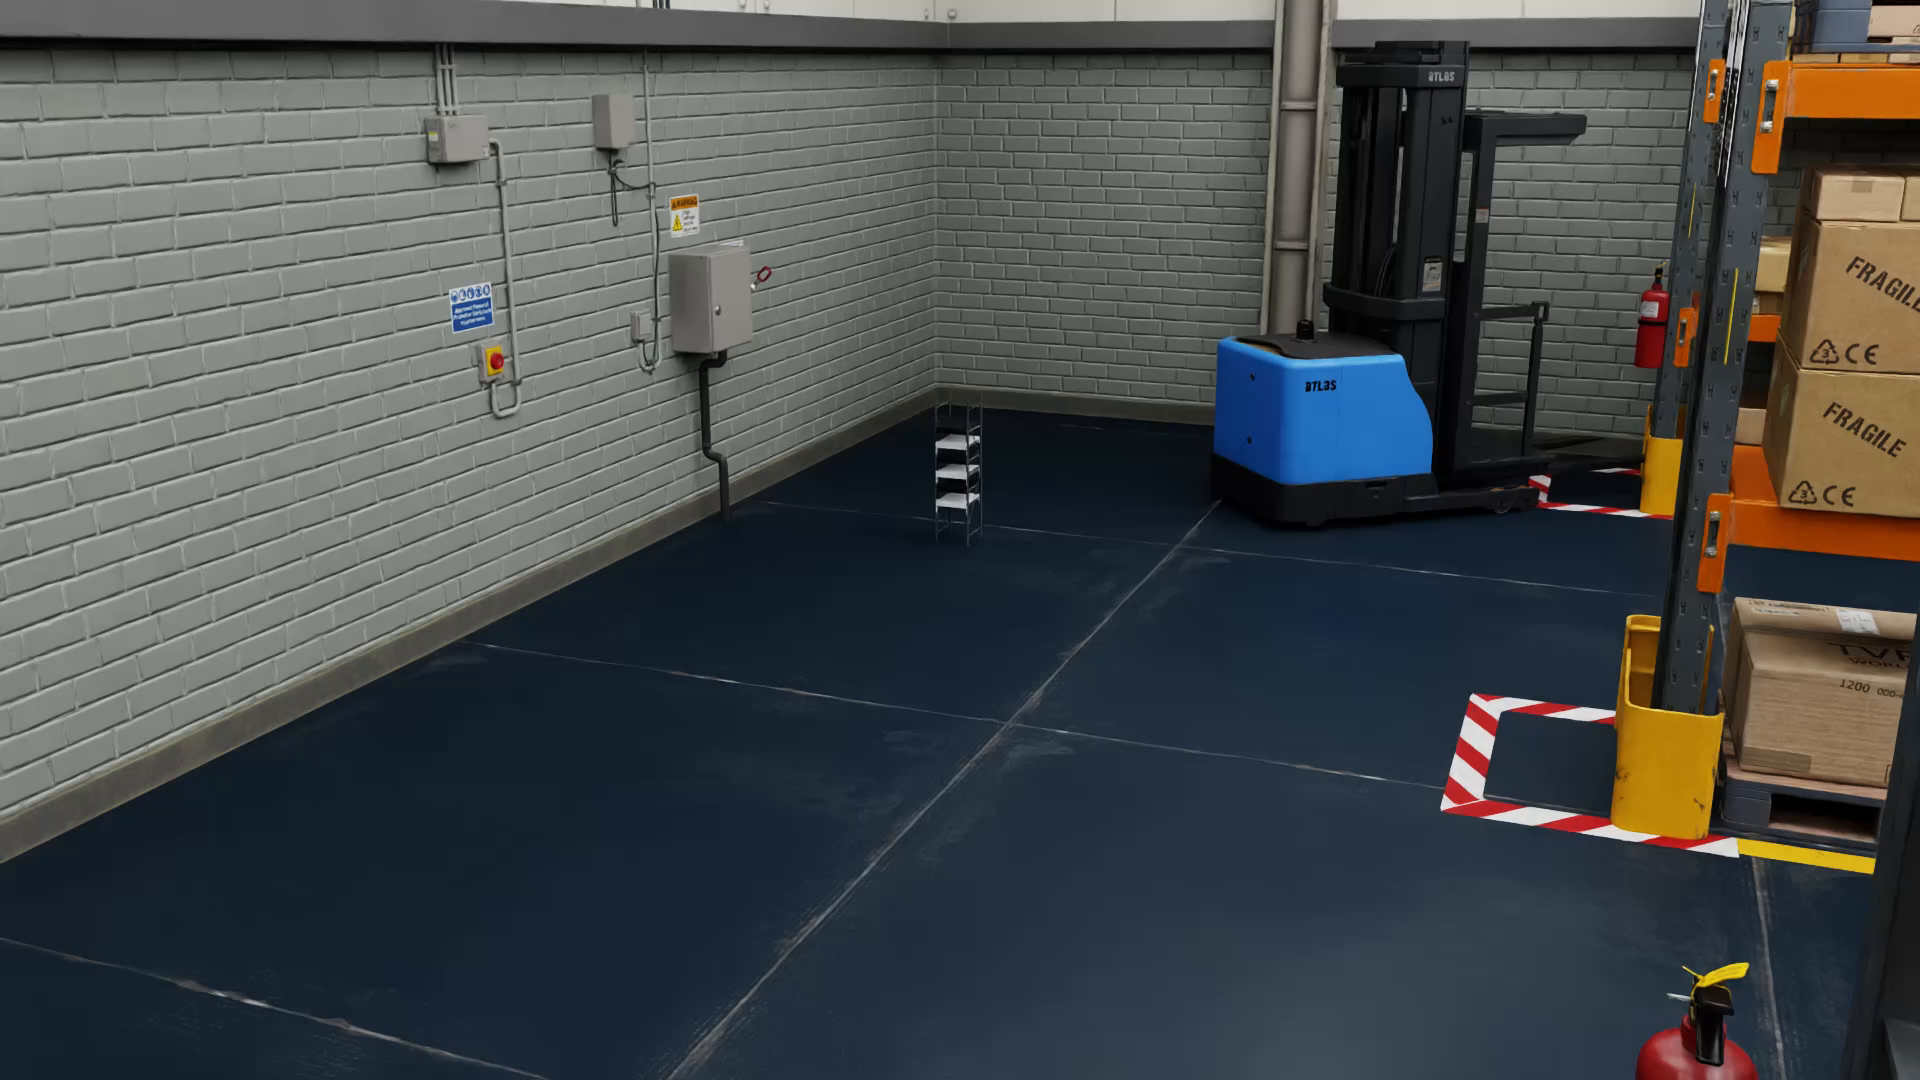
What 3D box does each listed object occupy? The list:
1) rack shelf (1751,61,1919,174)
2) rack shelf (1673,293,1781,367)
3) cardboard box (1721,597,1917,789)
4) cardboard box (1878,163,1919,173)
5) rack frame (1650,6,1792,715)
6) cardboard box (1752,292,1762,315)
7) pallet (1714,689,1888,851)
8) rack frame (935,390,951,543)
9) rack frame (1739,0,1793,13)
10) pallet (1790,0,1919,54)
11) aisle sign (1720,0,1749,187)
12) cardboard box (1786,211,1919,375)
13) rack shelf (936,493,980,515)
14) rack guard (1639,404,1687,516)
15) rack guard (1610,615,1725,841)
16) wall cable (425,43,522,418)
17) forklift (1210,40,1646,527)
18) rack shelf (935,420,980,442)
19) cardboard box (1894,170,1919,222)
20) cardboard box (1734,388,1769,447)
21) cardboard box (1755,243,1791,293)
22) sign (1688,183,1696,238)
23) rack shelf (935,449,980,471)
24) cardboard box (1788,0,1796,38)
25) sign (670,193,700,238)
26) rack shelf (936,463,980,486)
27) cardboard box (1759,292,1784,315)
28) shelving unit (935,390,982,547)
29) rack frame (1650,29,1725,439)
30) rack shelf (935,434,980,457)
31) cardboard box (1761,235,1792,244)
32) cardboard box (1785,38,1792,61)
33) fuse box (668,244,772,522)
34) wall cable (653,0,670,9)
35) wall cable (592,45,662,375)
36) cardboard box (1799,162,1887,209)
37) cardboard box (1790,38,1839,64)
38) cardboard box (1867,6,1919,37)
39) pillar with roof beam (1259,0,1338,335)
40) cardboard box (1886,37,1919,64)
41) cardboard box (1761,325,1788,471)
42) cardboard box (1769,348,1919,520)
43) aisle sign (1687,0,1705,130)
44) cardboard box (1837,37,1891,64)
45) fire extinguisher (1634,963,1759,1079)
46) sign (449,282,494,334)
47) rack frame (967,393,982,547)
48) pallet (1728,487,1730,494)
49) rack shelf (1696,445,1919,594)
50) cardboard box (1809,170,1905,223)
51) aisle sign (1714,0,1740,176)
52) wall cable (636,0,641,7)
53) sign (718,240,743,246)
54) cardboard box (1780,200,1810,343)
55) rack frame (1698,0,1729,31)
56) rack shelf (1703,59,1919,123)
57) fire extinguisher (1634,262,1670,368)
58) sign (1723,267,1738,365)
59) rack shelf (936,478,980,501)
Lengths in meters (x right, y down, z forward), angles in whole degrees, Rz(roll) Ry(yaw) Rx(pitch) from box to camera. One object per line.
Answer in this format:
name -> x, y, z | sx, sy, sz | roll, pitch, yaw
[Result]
rack shelf -> 4.749, -1.359, 5.384 | 4.000, 0.370, 1.077 | 6, 17, 21
rack shelf -> 6.567, -1.206, 10.237 | 4.000, 0.370, 1.077 | 6, 17, 21
cardboard box -> 3.539, 0.602, 6.562 | 0.875, 0.438, 0.875 | 6, 17, 19
cardboard box -> 3.541, -1.303, 6.147 | 0.250, 0.149, 0.380 | 7, 17, 22
rack frame -> 2.889, -0.468, 6.406 | 0.127, 3.000, 1.000 | 6, 17, 21
cardboard box -> 4.911, -1.530, 10.516 | 0.250, 0.149, 0.380 | 6, 17, 20
pallet -> 3.661, 0.933, 6.583 | 1.213, 0.211, 1.003 | 6, 17, 21
rack frame -> -0.102, -0.443, 10.087 | 0.006, 0.900, 0.240 | 6, 17, 21
rack frame -> 2.889, -3.349, 5.570 | 0.127, 3.000, 1.000 | 6, 17, 21
pallet -> 3.583, -1.793, 5.748 | 1.213, 0.211, 1.003 | 6, 17, 21
aisle sign -> 2.715, -1.649, 5.810 | 0.004, 0.787, 0.394 | 6, 17, 21
cardboard box -> 3.231, -0.873, 5.829 | 0.500, 0.500, 0.500 | 6, 17, 19
rack shelf -> -0.008, -0.228, 10.111 | 0.200, 0.077, 0.258 | 6, 17, 21
rack guard -> 4.777, -0.548, 11.164 | 0.348, 0.500, 1.175 | 6, 17, 21
rack guard -> 2.866, 0.730, 6.763 | 0.348, 0.500, 1.175 | 6, 17, 21
wall cable -> -2.365, -1.542, 8.226 | 0.123, 1.953, 0.585 | 6, 17, 21
forklift -> 3.249, -1.712, 10.812 | 3.031, 2.935, 1.130 | -5, 17, -18
rack shelf -> -0.008, -0.660, 9.985 | 0.200, 0.077, 0.258 | 6, 17, 21
cardboard box -> 3.387, -1.191, 5.761 | 0.250, 0.149, 0.380 | 7, 17, 22
cardboard box -> 5.241, -0.672, 10.831 | 0.637, 0.503, 0.797 | 6, 17, 18
cardboard box -> 5.030, -1.710, 10.421 | 0.500, 0.250, 0.500 | 6, 17, 21
sign -> 4.507, -2.031, 10.236 | 0.005, 0.325, 0.100 | 6, 17, 21
rack shelf -> -0.008, -0.487, 10.035 | 0.200, 0.077, 0.258 | 6, 17, 21
cardboard box -> 5.019, -3.151, 10.003 | 0.500, 0.250, 0.500 | 6, 17, 20
sign -> -1.672, -1.972, 10.106 | 0.001, 0.242, 0.339 | 6, 17, 21
rack shelf -> -0.008, -0.401, 10.060 | 0.200, 0.077, 0.258 | 6, 17, 21
cardboard box -> 5.165, -1.516, 10.468 | 0.250, 0.149, 0.380 | 7, 18, 22
shelving unit -> -0.008, -0.433, 10.051 | 0.210, 0.900, 0.258 | 6, 17, 21
rack frame -> 4.706, -1.756, 10.842 | 0.127, 3.000, 1.000 | 6, 17, 21
rack shelf -> -0.008, -0.574, 10.010 | 0.200, 0.077, 0.258 | 6, 17, 21
cardboard box -> 5.232, -1.849, 10.896 | 0.500, 0.250, 0.500 | 7, 18, 22
cardboard box -> 4.918, -2.983, 10.139 | 0.250, 0.149, 0.380 | 7, 17, 22
fuse box -> -1.459, -0.950, 10.377 | 0.414, 1.711, 0.539 | 6, 17, 21
wall cable -> -1.171, -4.789, 10.464 | 0.133, 3.039, 2.988 | 6, 17, 21
wall cable -> -1.856, -1.896, 9.502 | 0.122, 1.984, 0.588 | 6, 17, 21
cardboard box -> 3.296, -1.323, 6.215 | 0.250, 0.149, 0.380 | 7, 17, 21
cardboard box -> 5.171, -2.963, 10.070 | 0.250, 0.149, 0.380 | 7, 17, 22
cardboard box -> 5.499, -3.104, 9.842 | 0.500, 0.250, 0.500 | 7, 17, 22
pillar with roof beam -> 0.949, -4.030, 7.915 | 0.400, 9.000, 9.100 | 6, 17, 21
cardboard box -> 5.598, -2.880, 9.784 | 0.250, 0.149, 0.380 | 7, 17, 22
cardboard box -> 3.434, -0.536, 6.459 | 0.500, 0.500, 0.500 | 6, 17, 21
cardboard box -> 3.230, -0.393, 5.967 | 0.500, 0.500, 0.500 | 6, 17, 20
aisle sign -> 4.535, -2.935, 10.241 | 0.004, 0.787, 0.394 | 6, 17, 21
cardboard box -> 5.403, -2.932, 9.964 | 0.250, 0.149, 0.380 | 6, 17, 21
fire extinguisher -> 1.101, 0.897, 2.512 | 0.183, 0.674, 0.296 | 6, 17, 21
sign -> -2.440, -1.162, 8.313 | 0.001, 0.218, 0.327 | 6, 17, 21
rack frame -> 0.087, -0.423, 10.015 | 0.006, 0.900, 0.240 | 6, 17, 21
pallet -> 5.519, -0.328, 10.924 | 1.213, 0.211, 1.003 | 6, 17, 21
rack shelf -> 4.749, 0.082, 5.802 | 4.000, 0.370, 1.077 | 6, 17, 21
cardboard box -> 3.117, -1.200, 5.790 | 0.250, 0.149, 0.380 | 7, 17, 22
aisle sign -> 2.935, -1.804, 6.346 | 0.004, 0.787, 0.394 | 6, 17, 21
wall cable -> -2.228, -4.053, 7.993 | 0.029, 3.000, 2.355 | 6, 17, 21
sign -> -1.470, -1.672, 10.725 | 0.001, 0.494, 0.329 | 6, 17, 21
cardboard box -> 3.424, -1.009, 6.296 | 0.500, 0.500, 0.500 | 7, 18, 22
rack frame -> 4.706, -4.637, 10.005 | 0.127, 3.000, 1.000 | 6, 17, 21
rack shelf -> 6.567, -2.646, 9.819 | 4.000, 0.370, 1.077 | 6, 17, 21
fire extinguisher -> 4.400, -1.435, 10.544 | 0.183, 0.674, 0.296 | 6, 17, 21
sign -> 2.679, -0.779, 5.781 | 0.005, 0.325, 0.100 | 6, 17, 21
rack shelf -> -0.008, -0.315, 10.085 | 0.200, 0.077, 0.258 | 6, 17, 21
